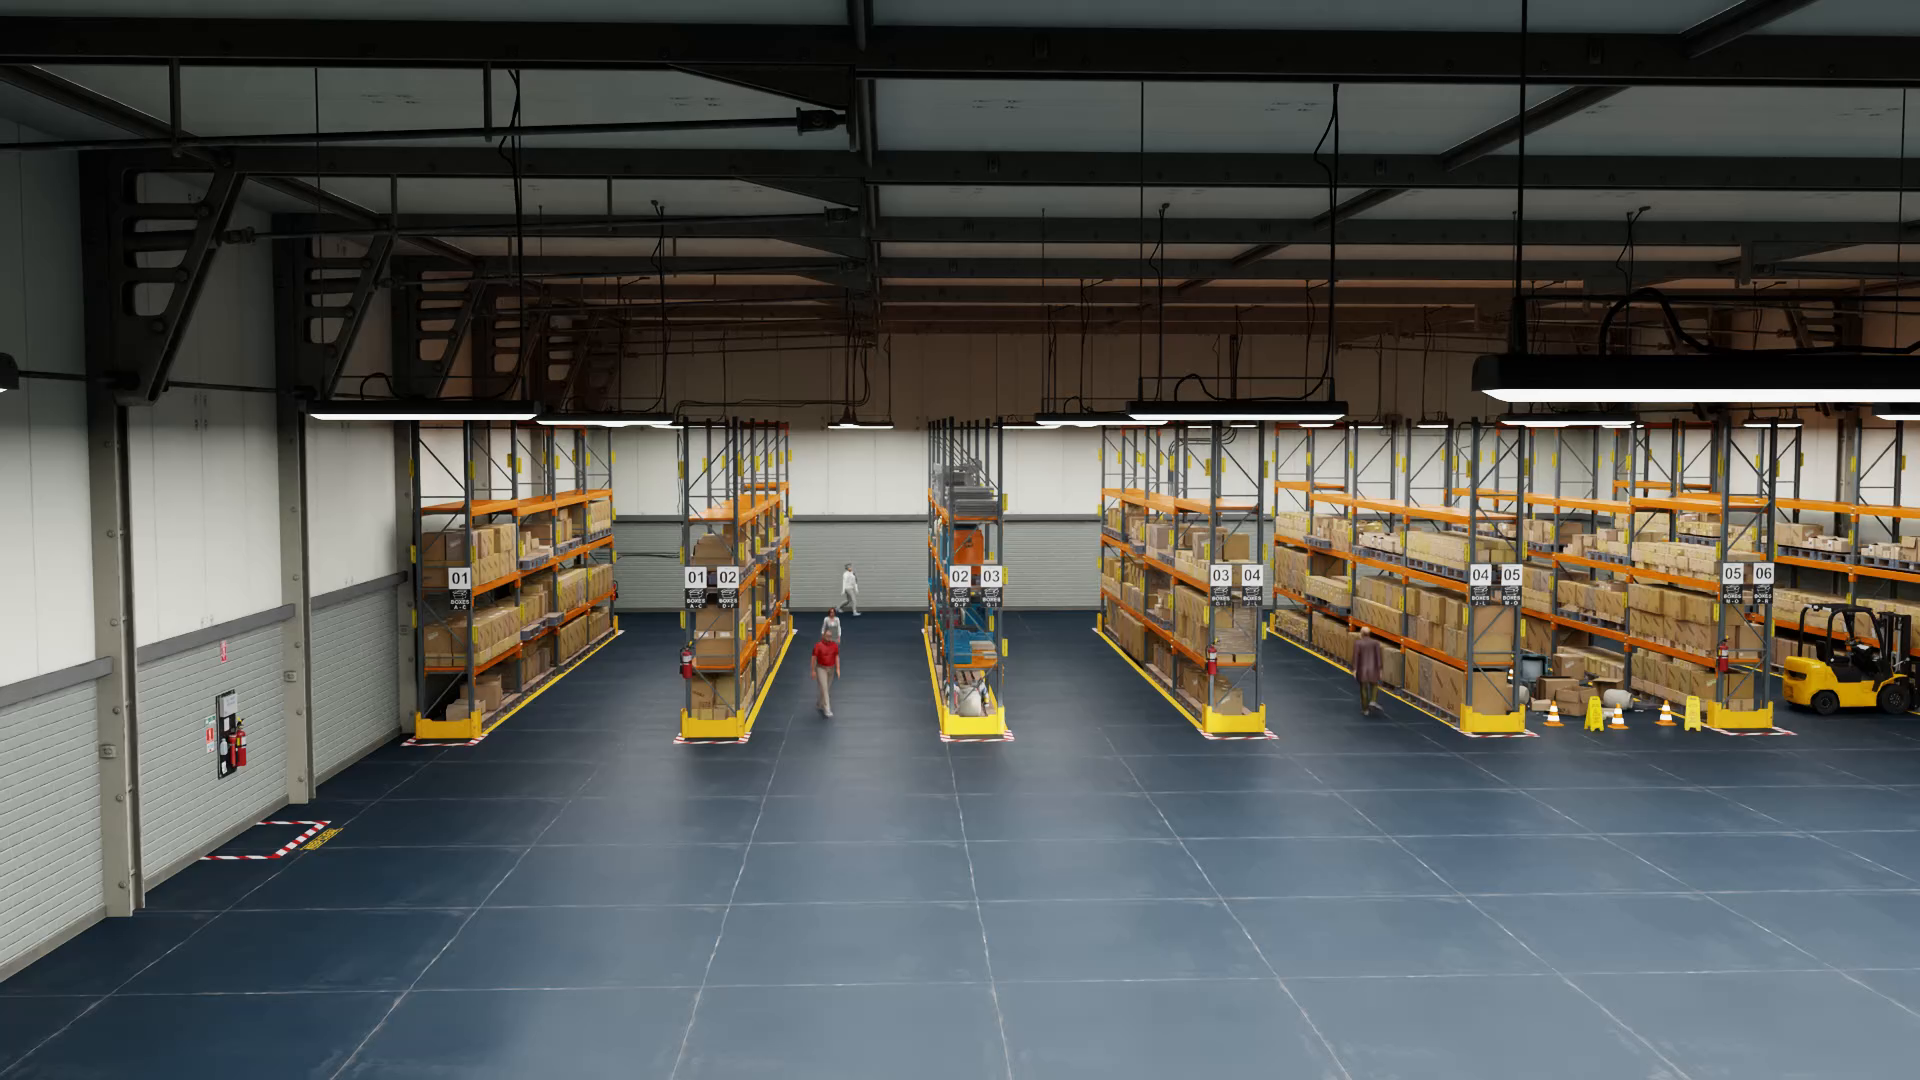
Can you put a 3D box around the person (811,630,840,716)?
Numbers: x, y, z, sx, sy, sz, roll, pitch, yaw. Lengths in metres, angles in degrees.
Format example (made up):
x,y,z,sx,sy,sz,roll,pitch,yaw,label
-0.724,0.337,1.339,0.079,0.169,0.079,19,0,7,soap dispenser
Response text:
x,y,z,sx,sy,sz,roll,pitch,yaw,label
-2.700,2.656,33.726,0.571,1.681,0.938,-3,5,-40,person

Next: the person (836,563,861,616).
x,y,z,sx,sy,sz,roll,pitch,yaw,label
-3.462,1.516,51.665,0.917,1.650,0.466,1,4,21,person

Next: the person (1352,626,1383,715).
x,y,z,sx,sy,sz,roll,pitch,yaw,label
8.239,2.637,33.626,0.618,1.771,0.571,1,4,9,person

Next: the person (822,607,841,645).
x,y,z,sx,sy,sz,roll,pitch,yaw,label
-3.028,2.363,39.335,0.442,1.541,0.986,-2,4,-25,person
